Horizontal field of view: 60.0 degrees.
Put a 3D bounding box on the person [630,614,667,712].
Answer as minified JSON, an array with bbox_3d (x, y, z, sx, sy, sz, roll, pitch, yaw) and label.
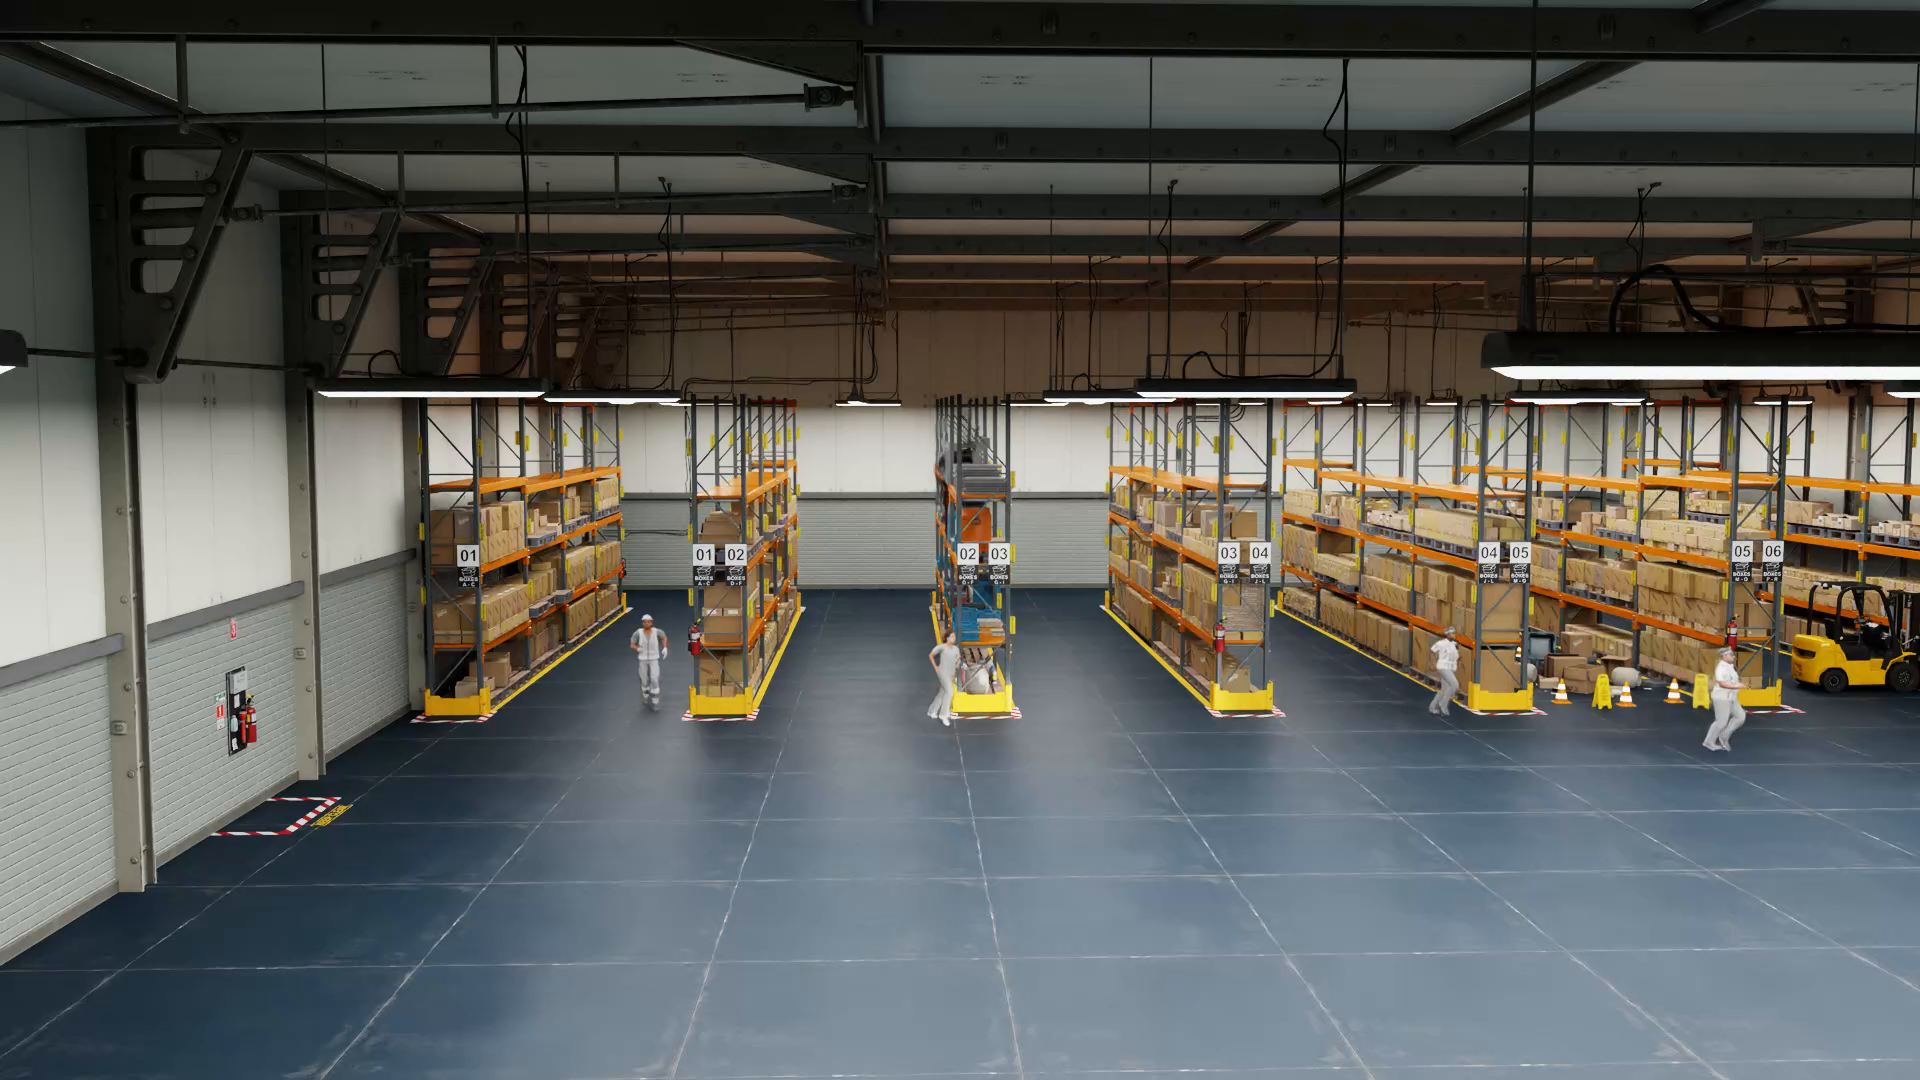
[{"bbox_3d":[-5.944,2.332,31.756,0.697,1.853,0.800,-1,5,-8],"label":"person"}]

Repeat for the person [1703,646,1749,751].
[{"bbox_3d":[12.801,2.661,27.748,0.690,1.799,0.699,4,6,41],"label":"person"}]

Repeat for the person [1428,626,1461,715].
[{"bbox_3d":[9.157,2.432,31.150,0.576,1.633,0.628,-3,6,-36],"label":"person"}]

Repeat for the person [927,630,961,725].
[{"bbox_3d":[-0.259,2.506,30.543,0.682,1.704,0.566,4,6,43],"label":"person"}]
